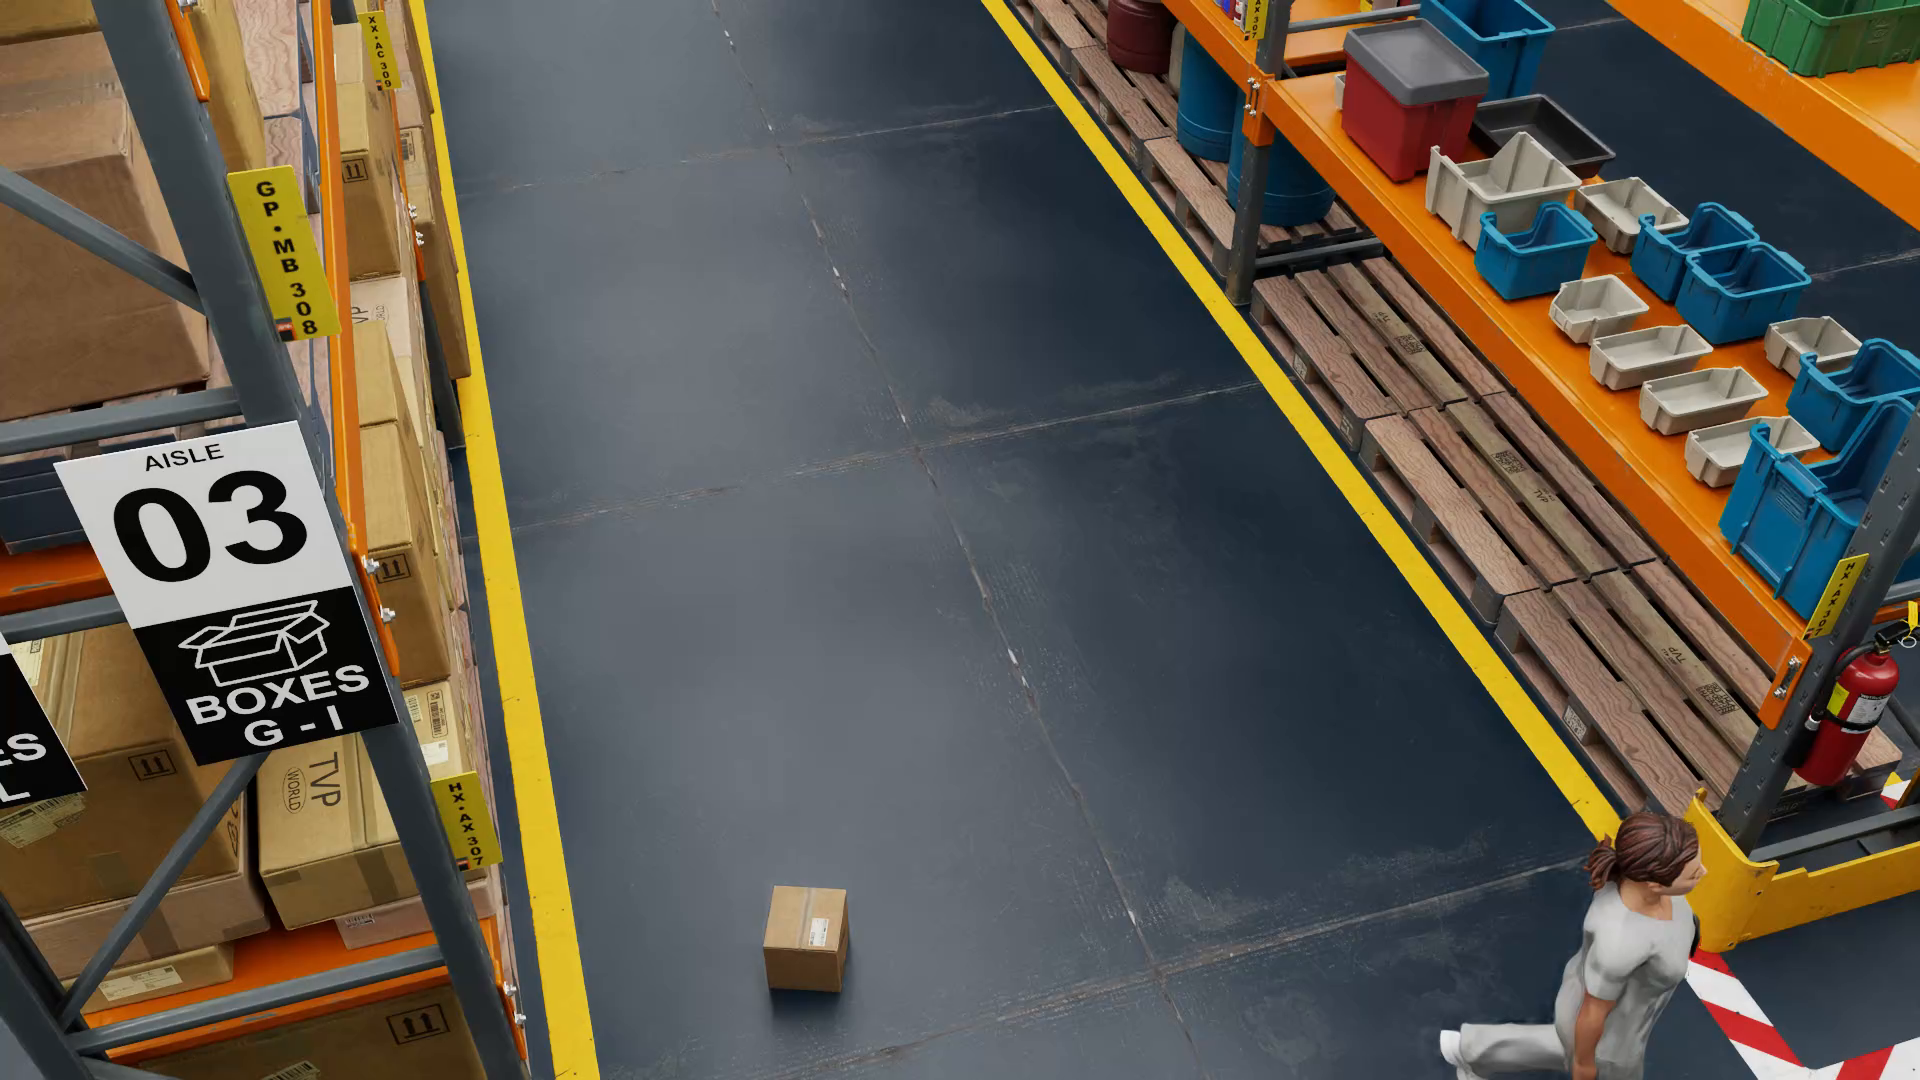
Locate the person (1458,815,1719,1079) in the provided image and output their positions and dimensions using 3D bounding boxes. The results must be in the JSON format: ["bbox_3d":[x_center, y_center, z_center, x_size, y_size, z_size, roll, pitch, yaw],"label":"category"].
[{"bbox_3d":[1.808,1.316,4.697,0.626,1.652,0.445,19,46,19],"label":"person"}]
